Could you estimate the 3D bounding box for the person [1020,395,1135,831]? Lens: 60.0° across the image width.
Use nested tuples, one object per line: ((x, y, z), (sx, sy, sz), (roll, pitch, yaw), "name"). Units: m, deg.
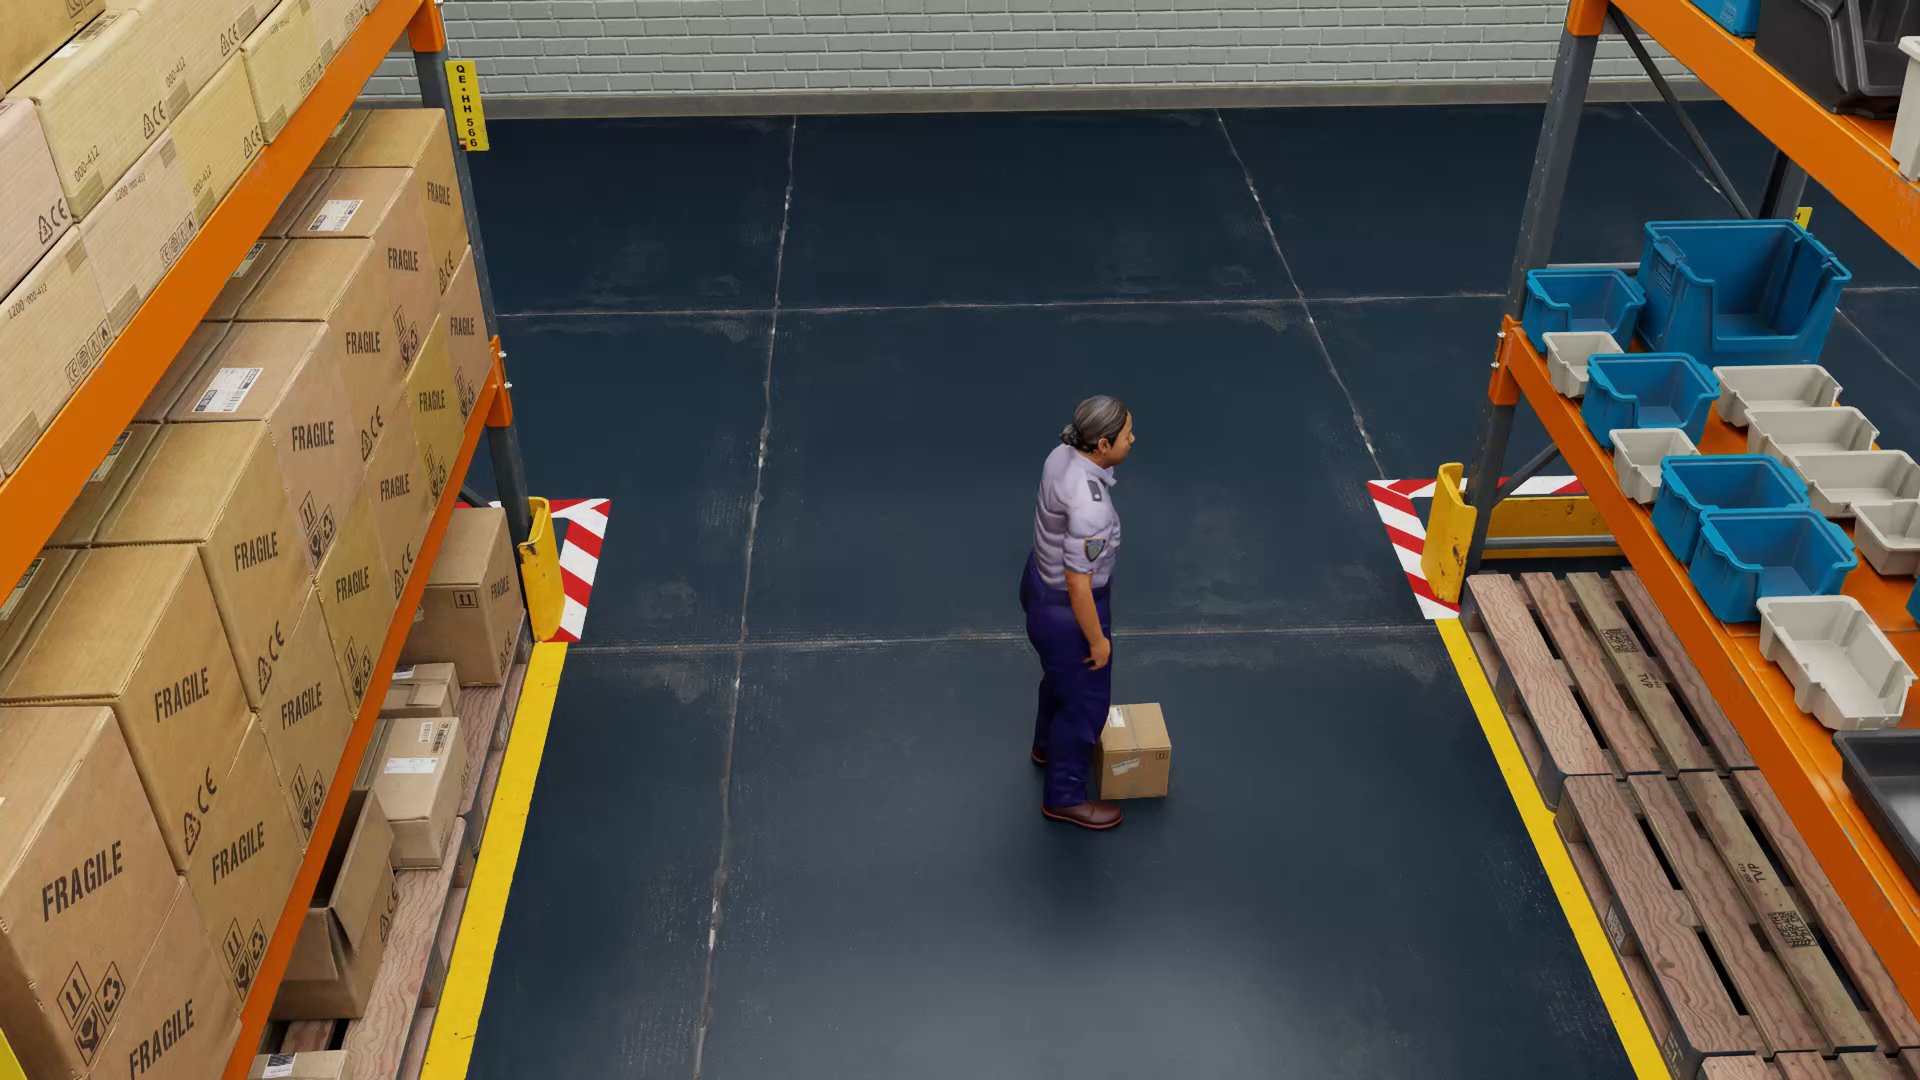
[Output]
((0.403, 0.241, 5.826), (0.364, 1.638, 0.564), (-3, 36, -5), "person")
